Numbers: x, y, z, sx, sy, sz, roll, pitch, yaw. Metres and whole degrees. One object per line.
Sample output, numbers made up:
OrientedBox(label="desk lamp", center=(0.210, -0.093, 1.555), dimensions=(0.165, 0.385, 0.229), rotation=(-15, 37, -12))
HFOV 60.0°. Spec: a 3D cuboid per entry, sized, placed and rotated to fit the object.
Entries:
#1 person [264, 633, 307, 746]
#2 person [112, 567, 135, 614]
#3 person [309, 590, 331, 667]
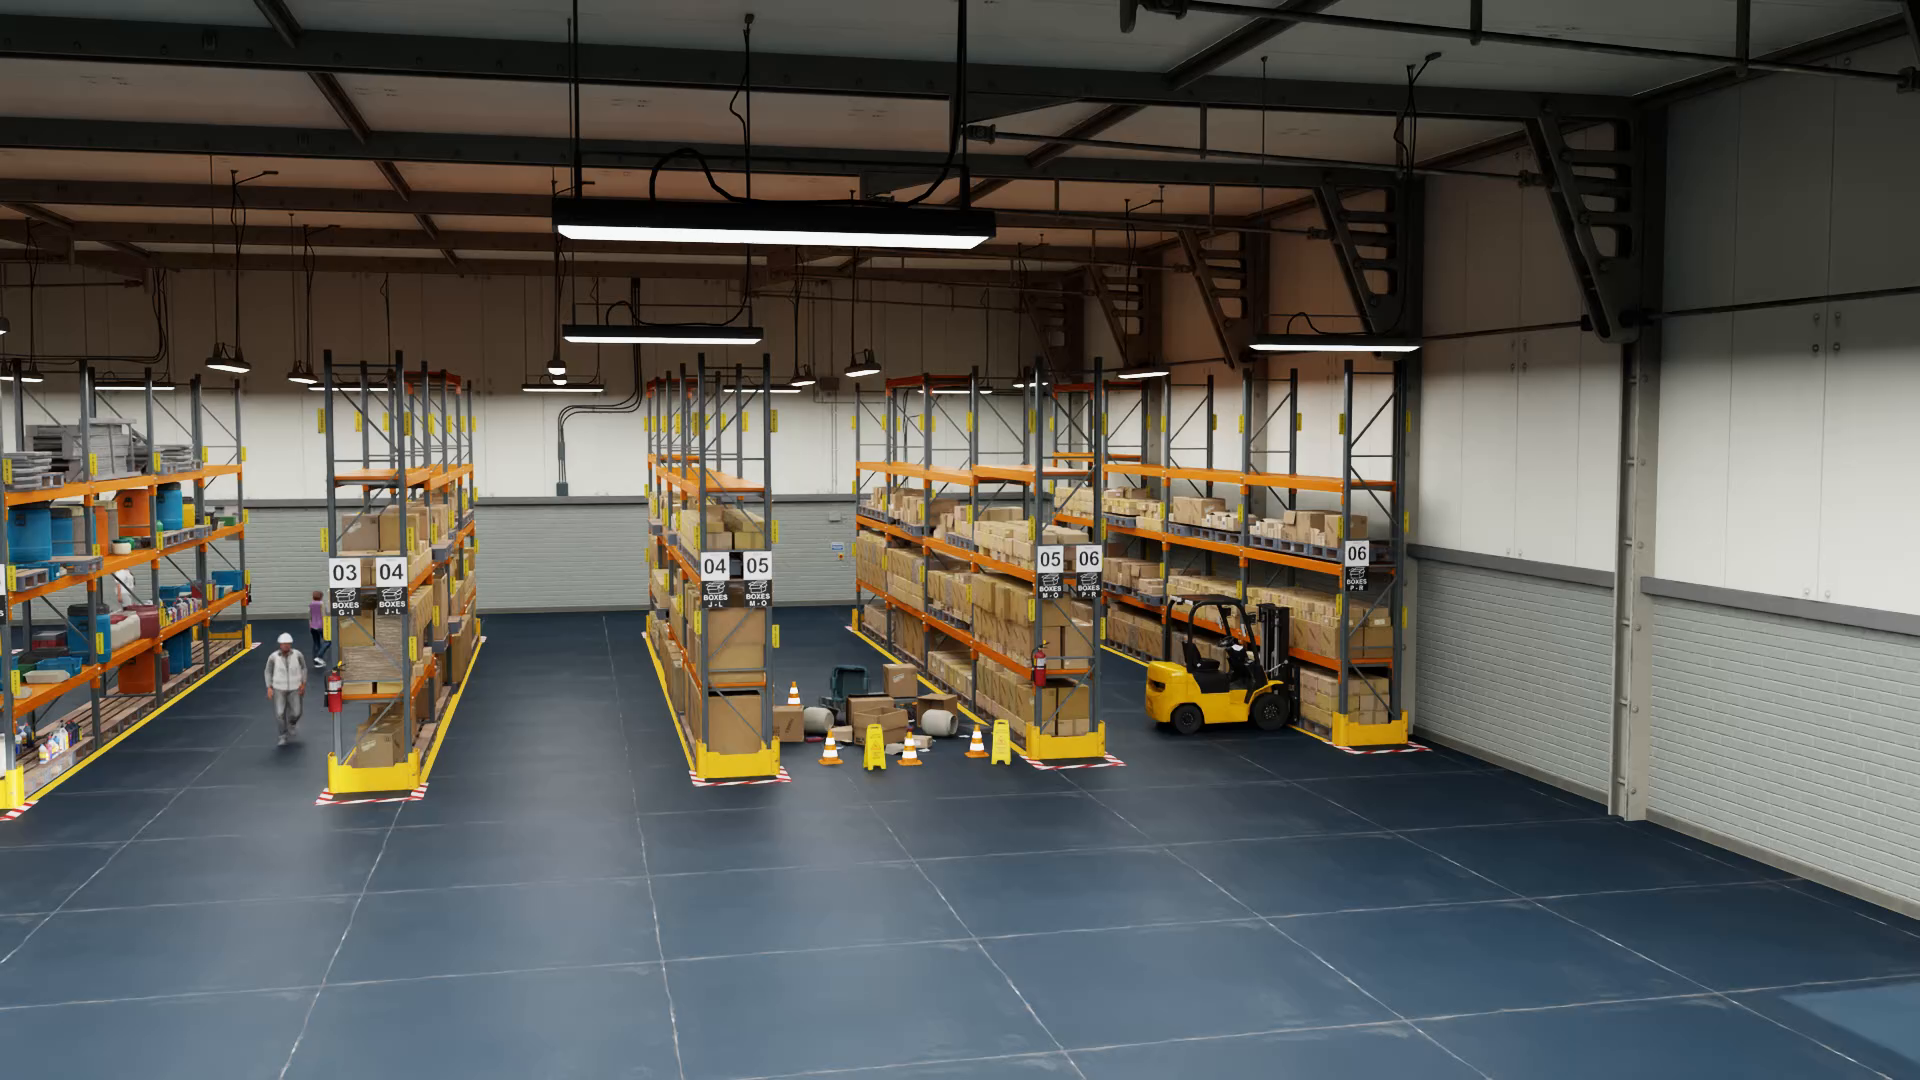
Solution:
OrientedBox(label="person", center=(-10.593, 2.317, 26.135), dimensions=(0.624, 1.755, 0.638), rotation=(-2, 4, -26))
OrientedBox(label="person", center=(-20.374, 1.299, 40.435), dimensions=(0.732, 1.749, 0.520), rotation=(-1, 4, -17))
OrientedBox(label="person", center=(-13.208, 1.829, 34.177), dimensions=(0.454, 1.598, 0.435), rotation=(2, 4, 22))
